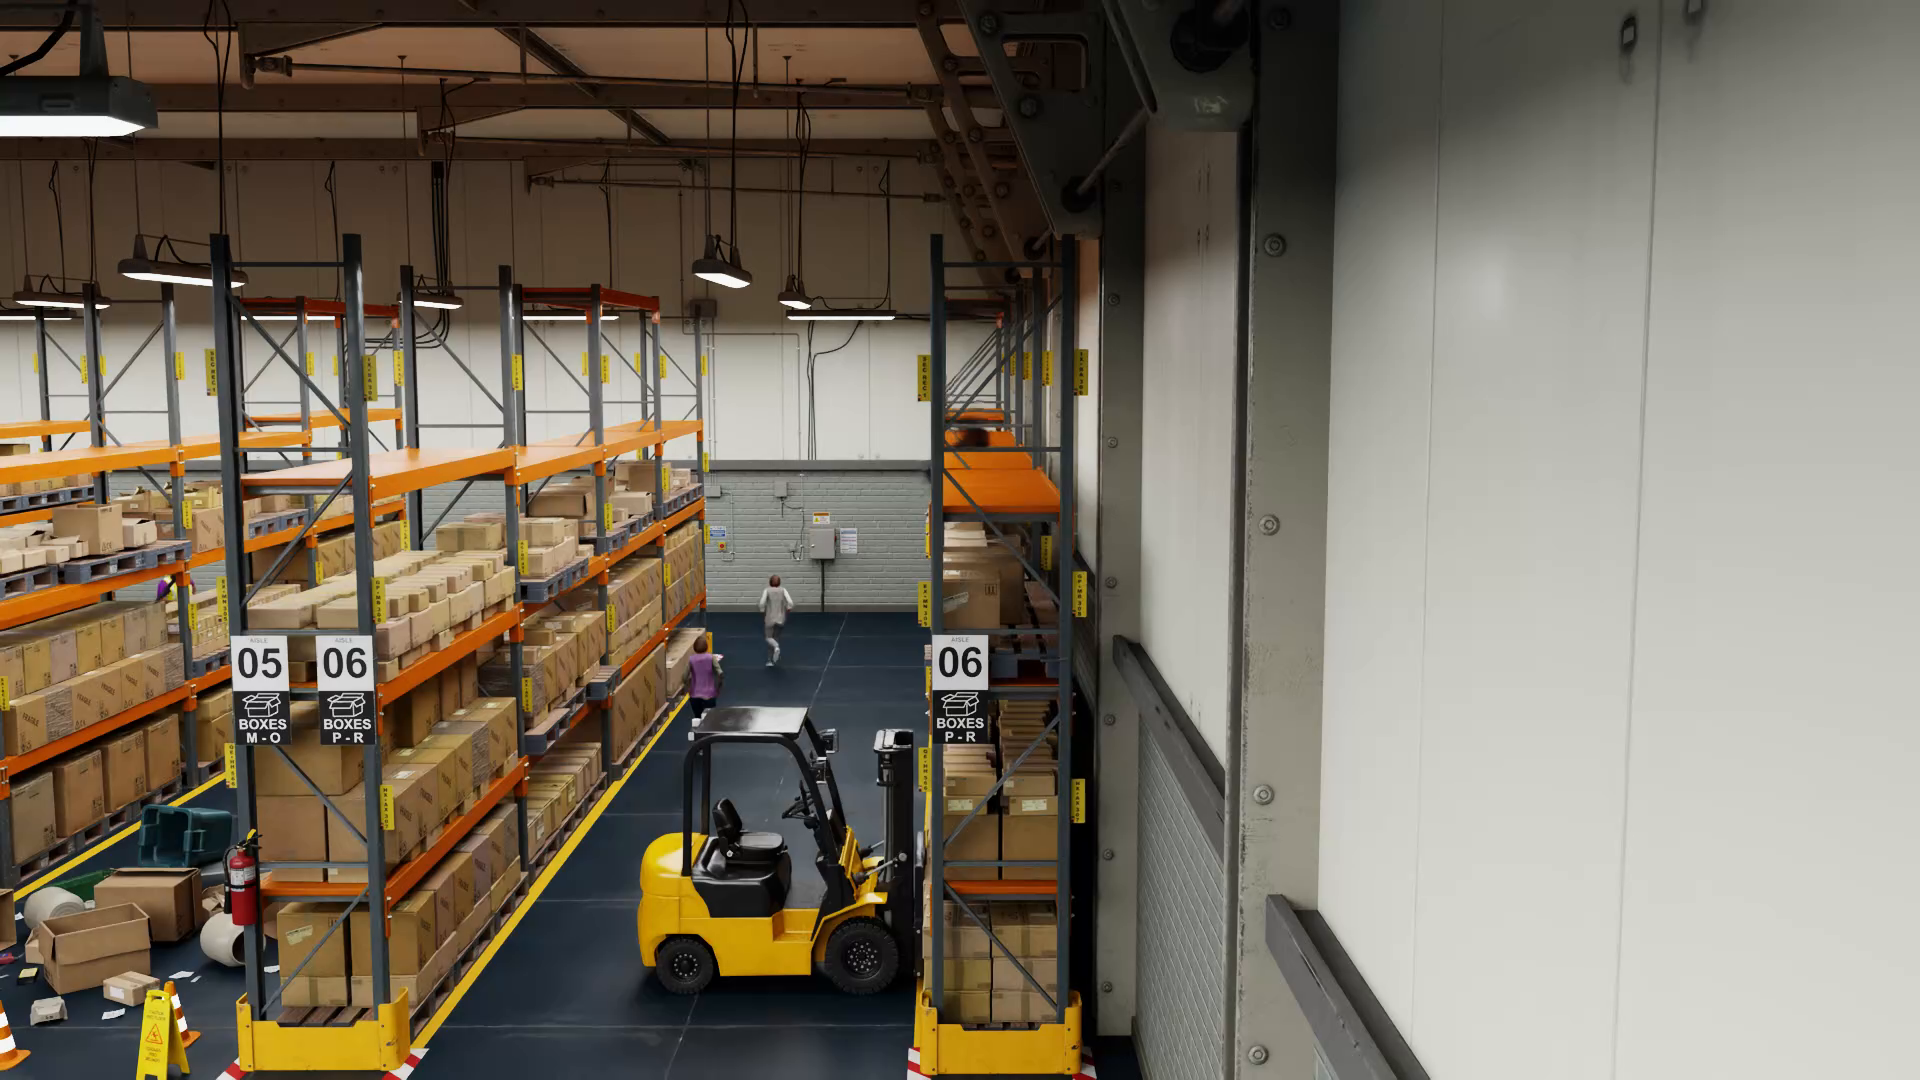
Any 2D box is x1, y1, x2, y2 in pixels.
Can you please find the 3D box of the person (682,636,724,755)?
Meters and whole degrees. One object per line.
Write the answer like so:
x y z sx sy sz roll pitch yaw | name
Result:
-3.322 2.023 21.532 0.546 1.562 0.496 -1 6 -6 | person

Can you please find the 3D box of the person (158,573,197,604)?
-13.195 1.199 28.198 0.735 1.744 0.767 -6 9 -44 | person

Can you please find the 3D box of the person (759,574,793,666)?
-3.051 1.406 27.576 0.559 1.486 0.695 -2 7 -17 | person
